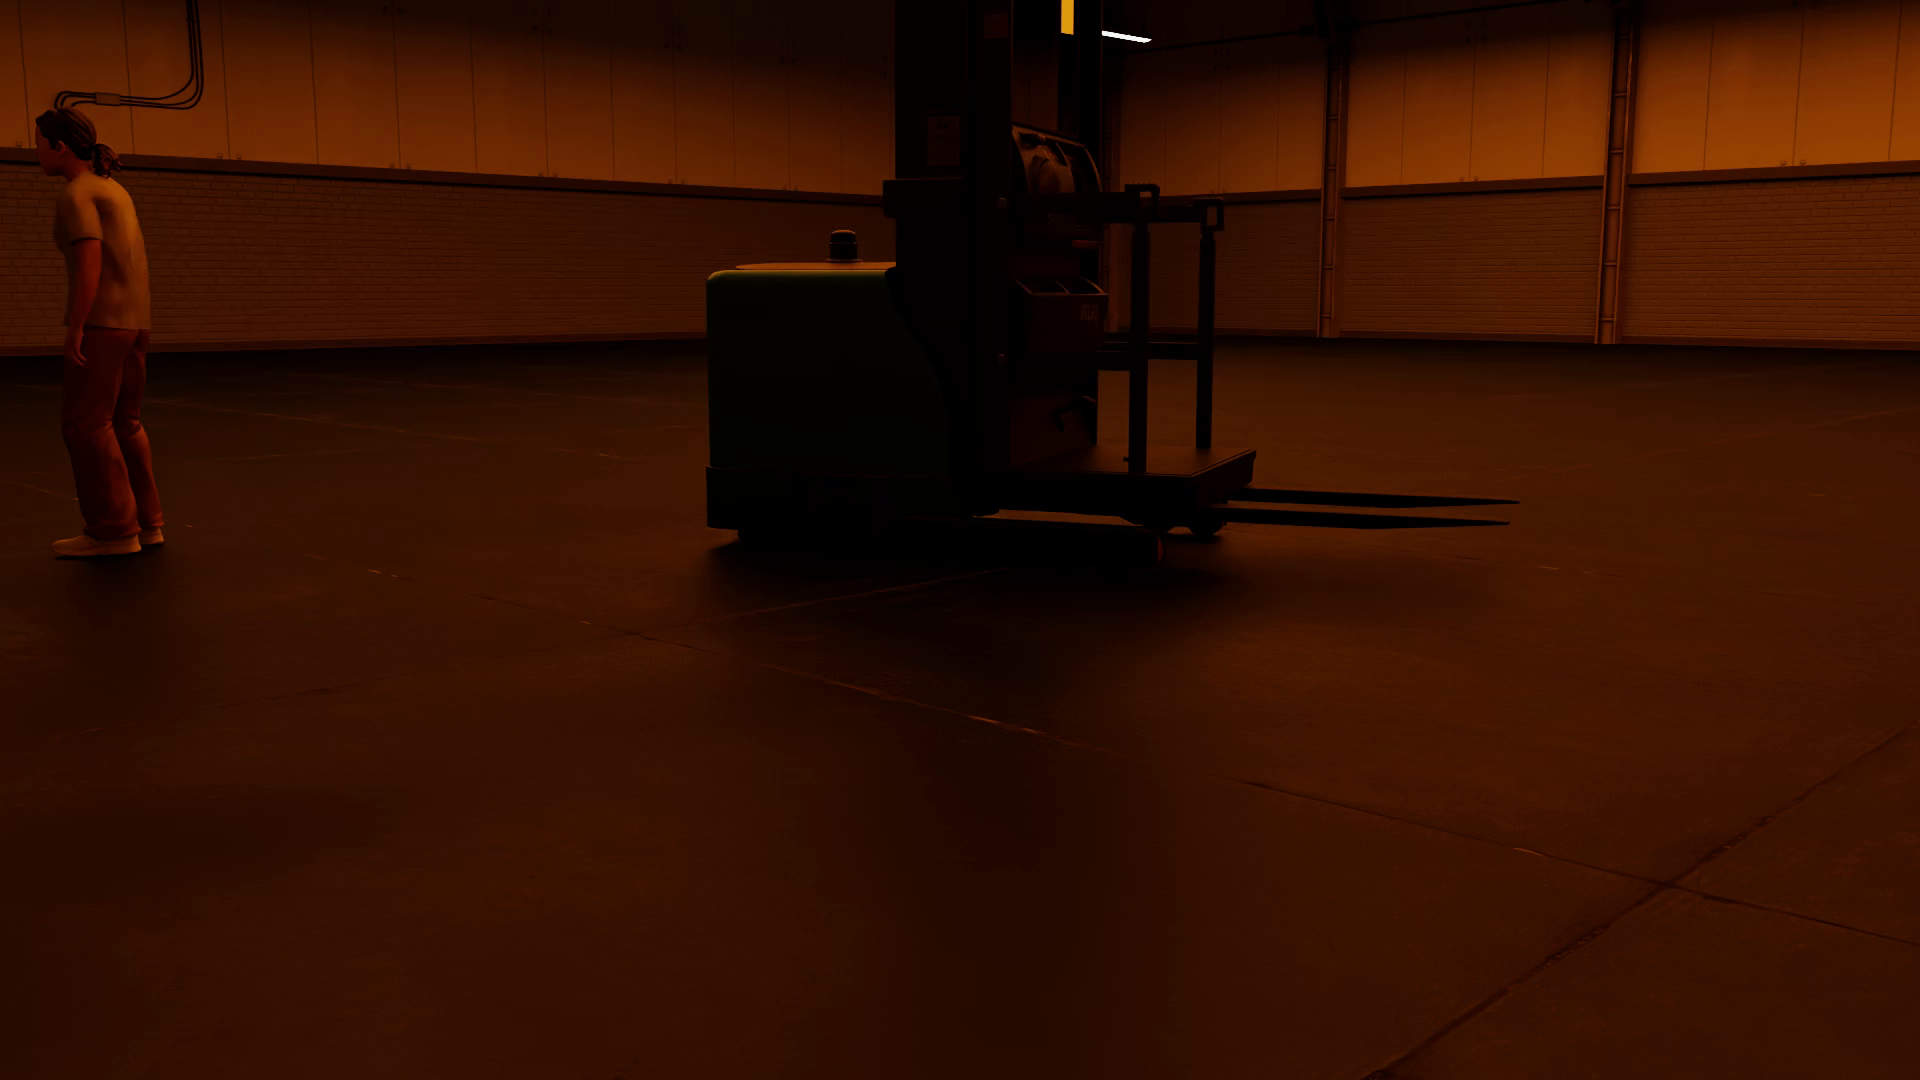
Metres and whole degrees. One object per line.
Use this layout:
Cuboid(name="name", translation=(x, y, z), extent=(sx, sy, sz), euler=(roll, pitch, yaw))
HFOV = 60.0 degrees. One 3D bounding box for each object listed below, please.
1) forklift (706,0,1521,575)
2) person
Cuboid(name="forklift", translation=(0.565, -1.416, 6.275), extent=(3.031, 2.935, 1.130), euler=(3, 9, 22))
Cuboid(name="person", translation=(-3.271, -0.783, 6.306), extent=(0.360, 1.672, 0.521), euler=(-1, 9, -6))
